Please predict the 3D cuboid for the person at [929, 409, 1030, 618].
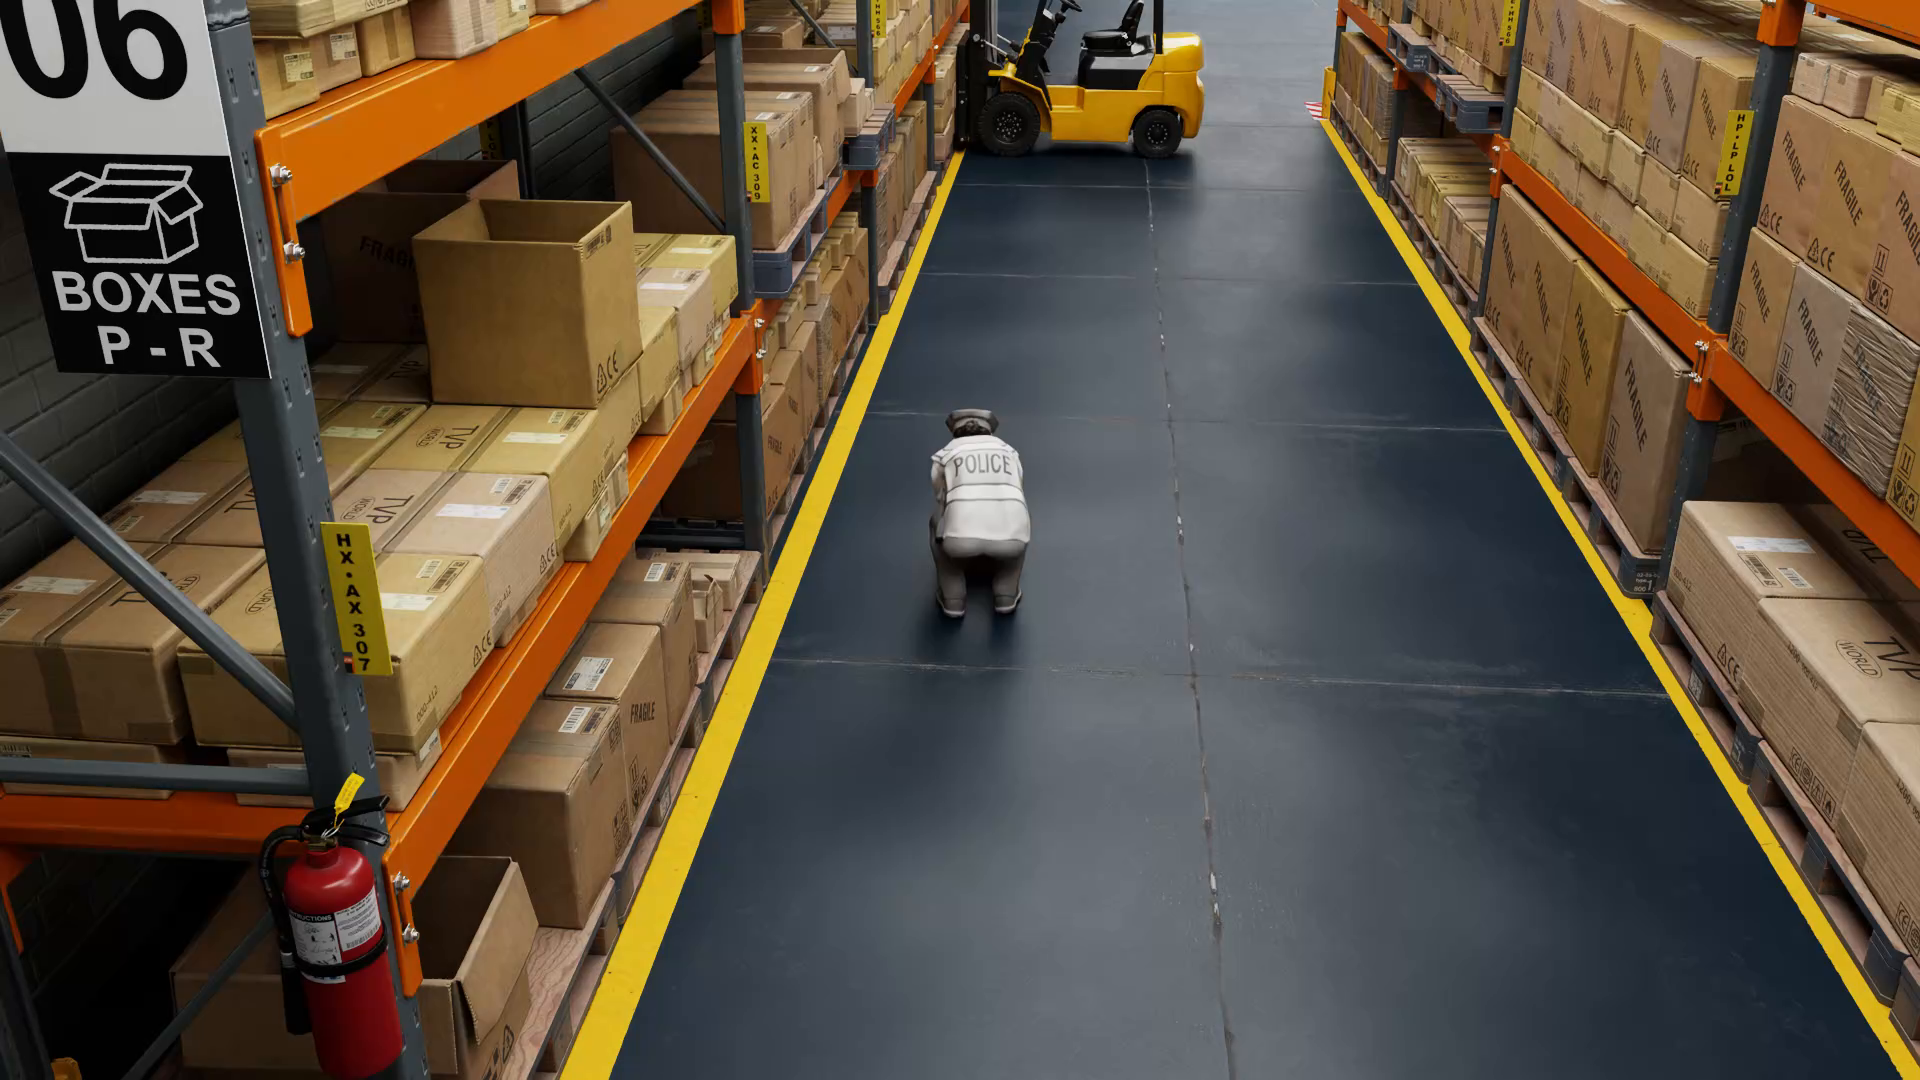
[{"bbox_3d":[0.088,-0.098,7.449,0.459,0.822,0.907,0,25,1],"label":"person"}]
